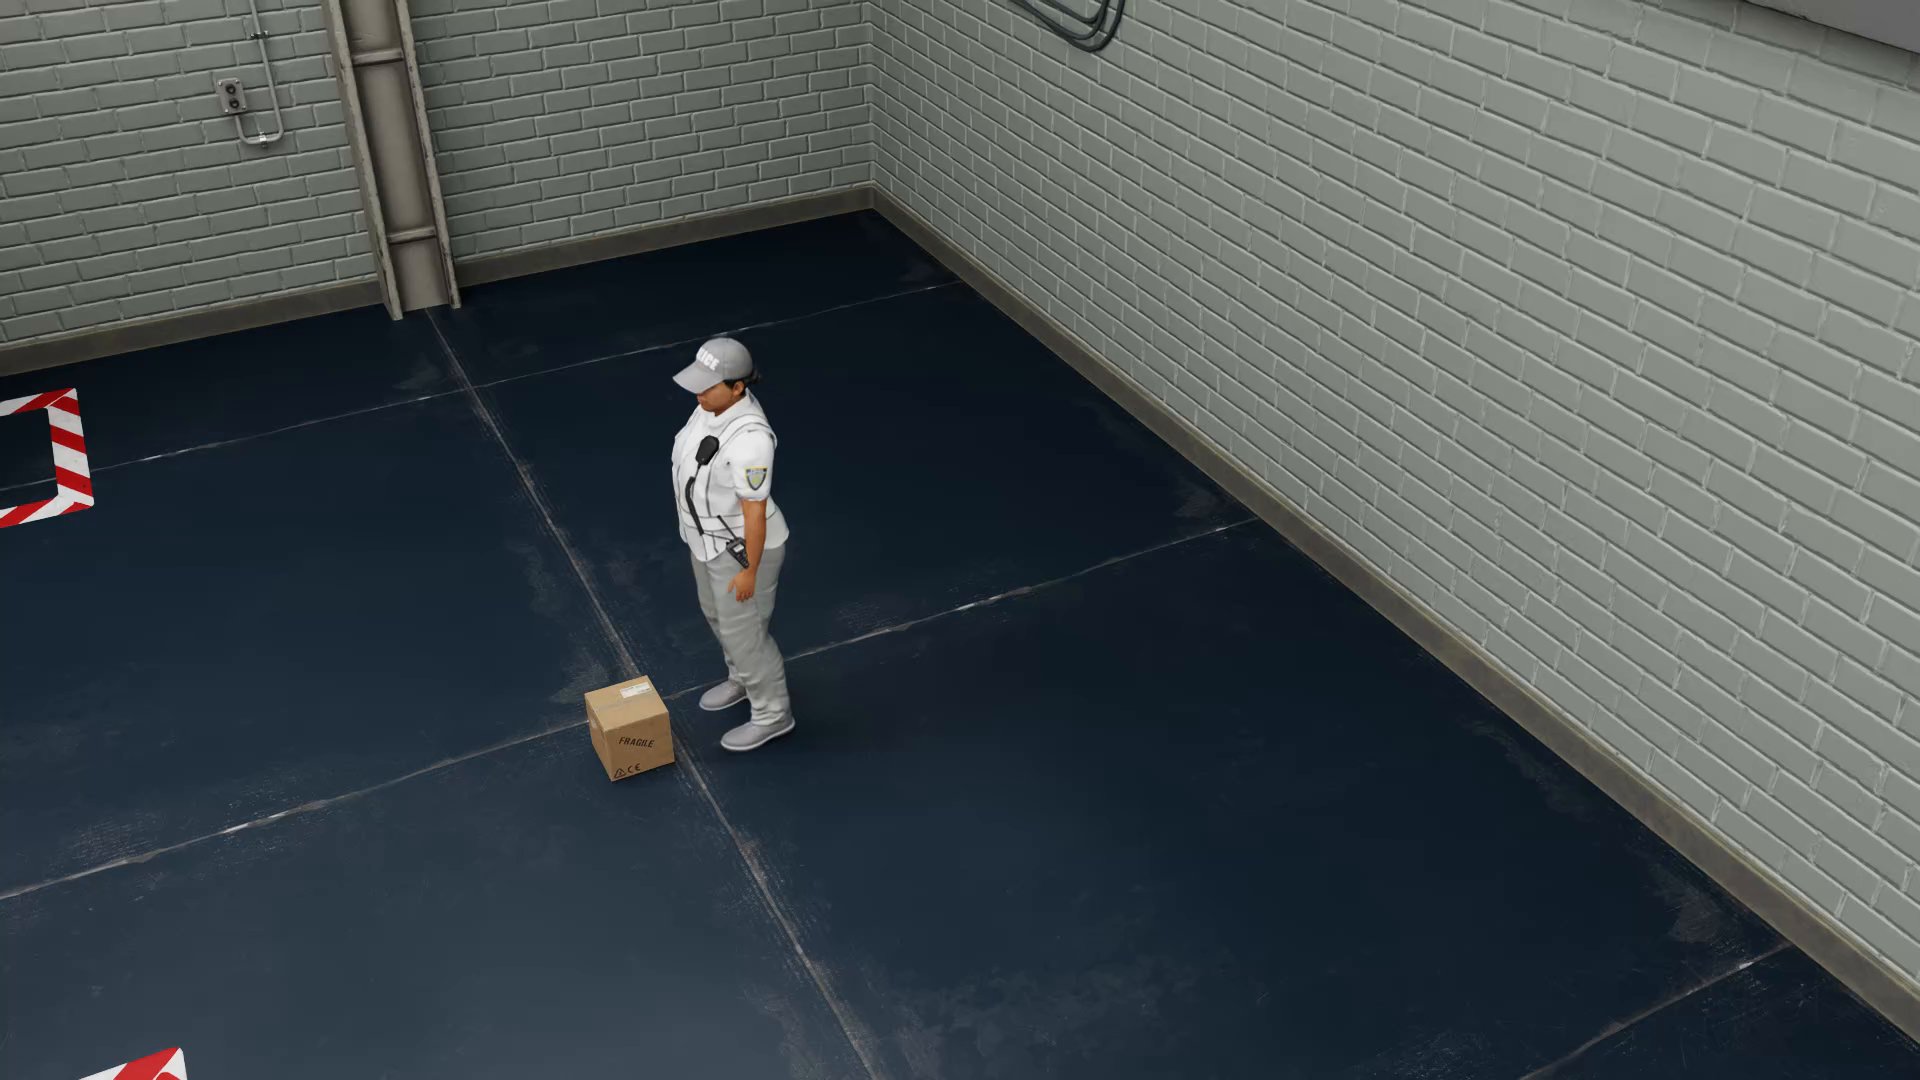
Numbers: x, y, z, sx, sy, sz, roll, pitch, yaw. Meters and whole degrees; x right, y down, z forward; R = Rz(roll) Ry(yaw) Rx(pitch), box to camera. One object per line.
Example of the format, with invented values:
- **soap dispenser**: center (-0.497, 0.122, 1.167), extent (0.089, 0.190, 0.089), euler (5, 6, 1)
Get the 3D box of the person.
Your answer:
- **person**: center (-0.837, 0.022, 6.117), extent (0.390, 1.668, 0.468), euler (-15, 36, -22)
